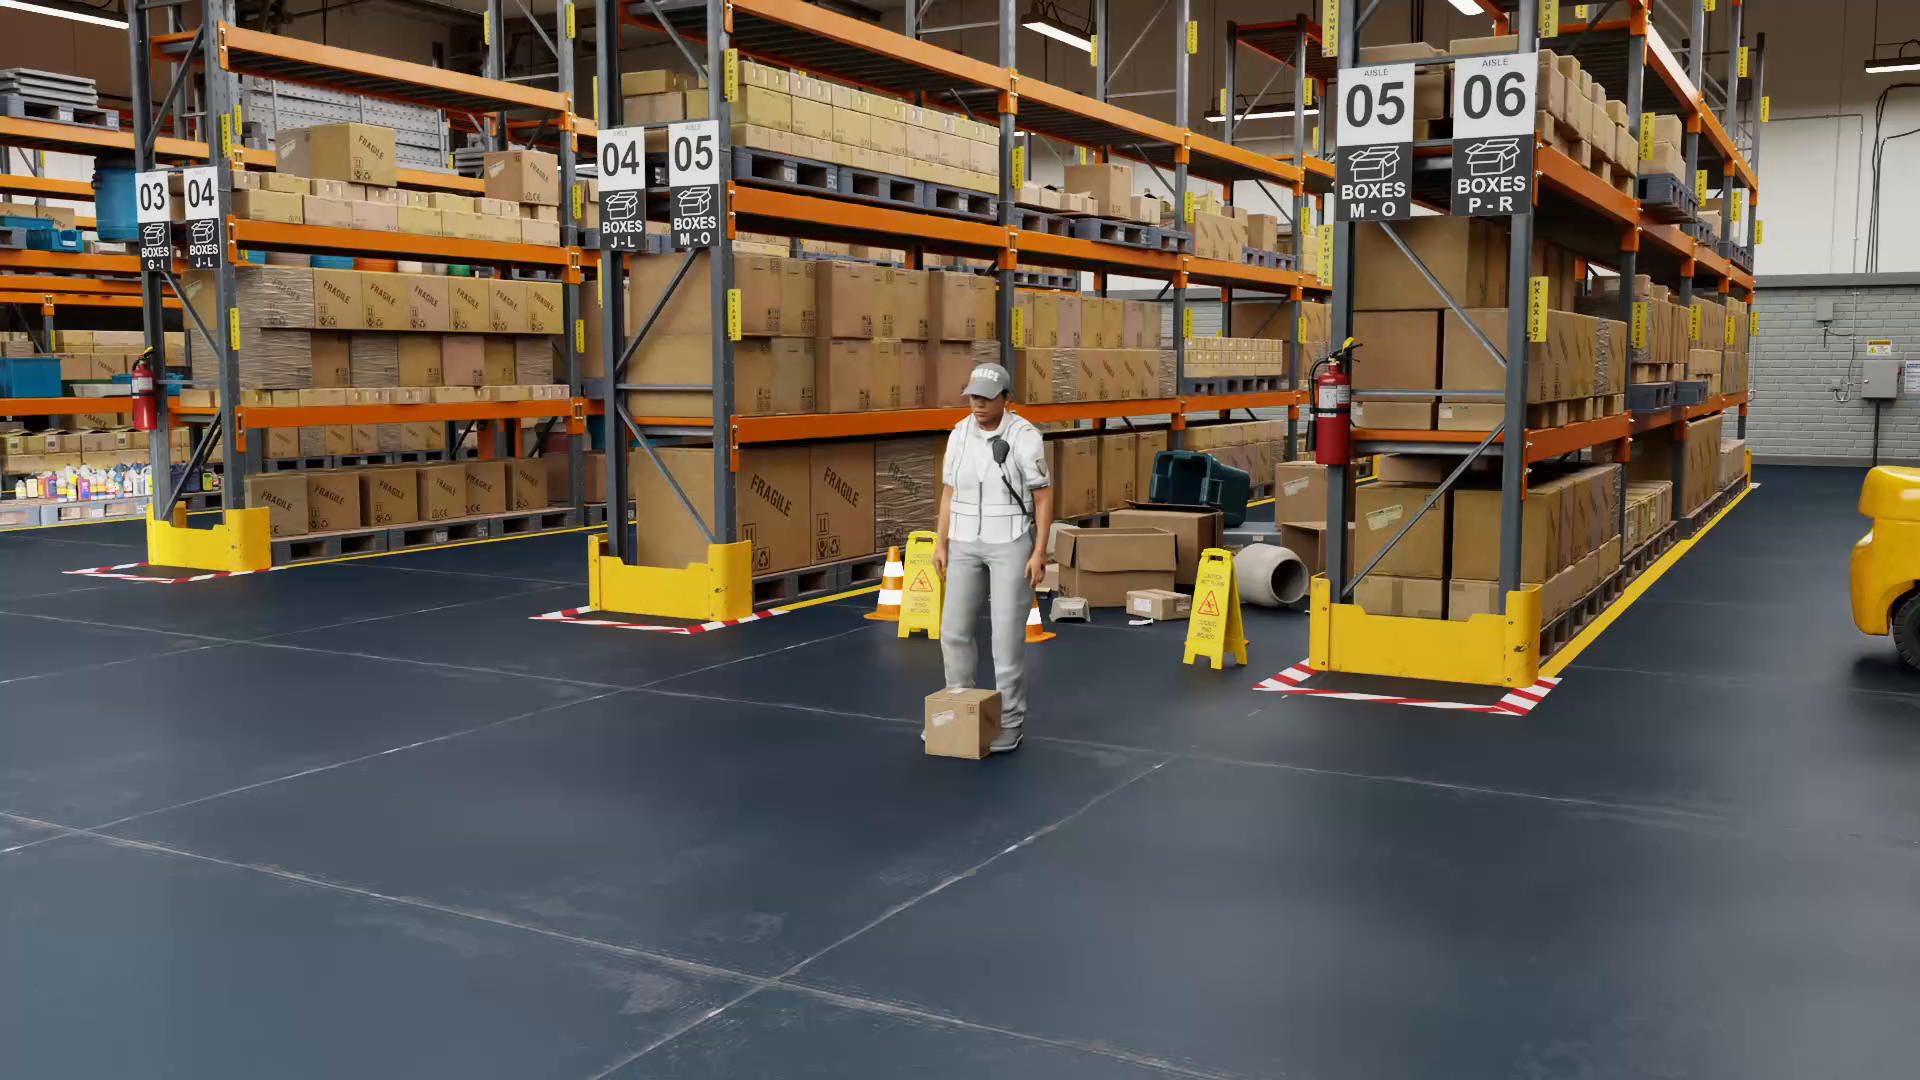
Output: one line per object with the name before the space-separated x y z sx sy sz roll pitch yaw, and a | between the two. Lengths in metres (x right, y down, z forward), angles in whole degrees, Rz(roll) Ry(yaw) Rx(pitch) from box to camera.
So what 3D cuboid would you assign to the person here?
person | 0.123 0.061 7.260 0.559 1.667 0.465 3 7 26
